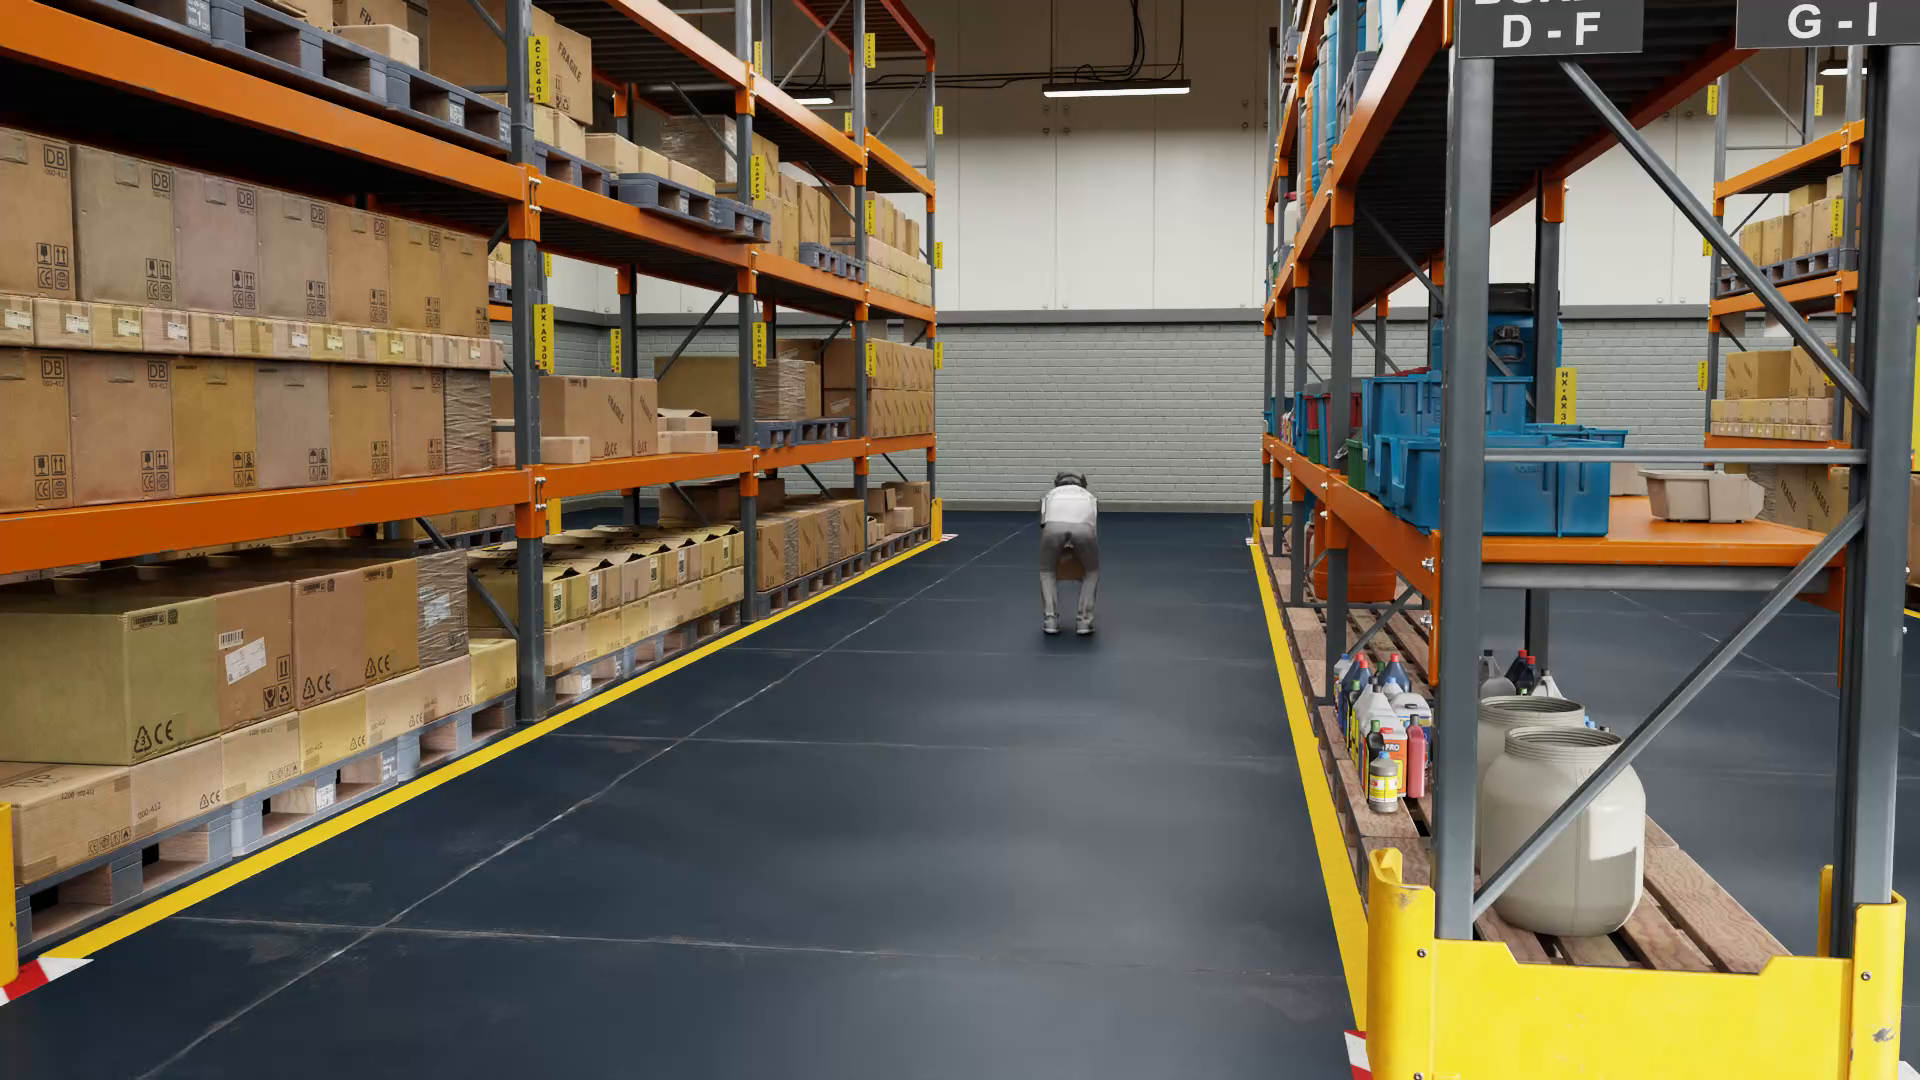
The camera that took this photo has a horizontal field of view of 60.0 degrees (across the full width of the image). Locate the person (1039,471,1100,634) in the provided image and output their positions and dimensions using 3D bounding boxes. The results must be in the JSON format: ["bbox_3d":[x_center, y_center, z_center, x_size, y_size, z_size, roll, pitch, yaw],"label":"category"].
[{"bbox_3d":[0.799,0.084,12.098,0.440,1.148,0.915,0,5,6],"label":"person"}]
